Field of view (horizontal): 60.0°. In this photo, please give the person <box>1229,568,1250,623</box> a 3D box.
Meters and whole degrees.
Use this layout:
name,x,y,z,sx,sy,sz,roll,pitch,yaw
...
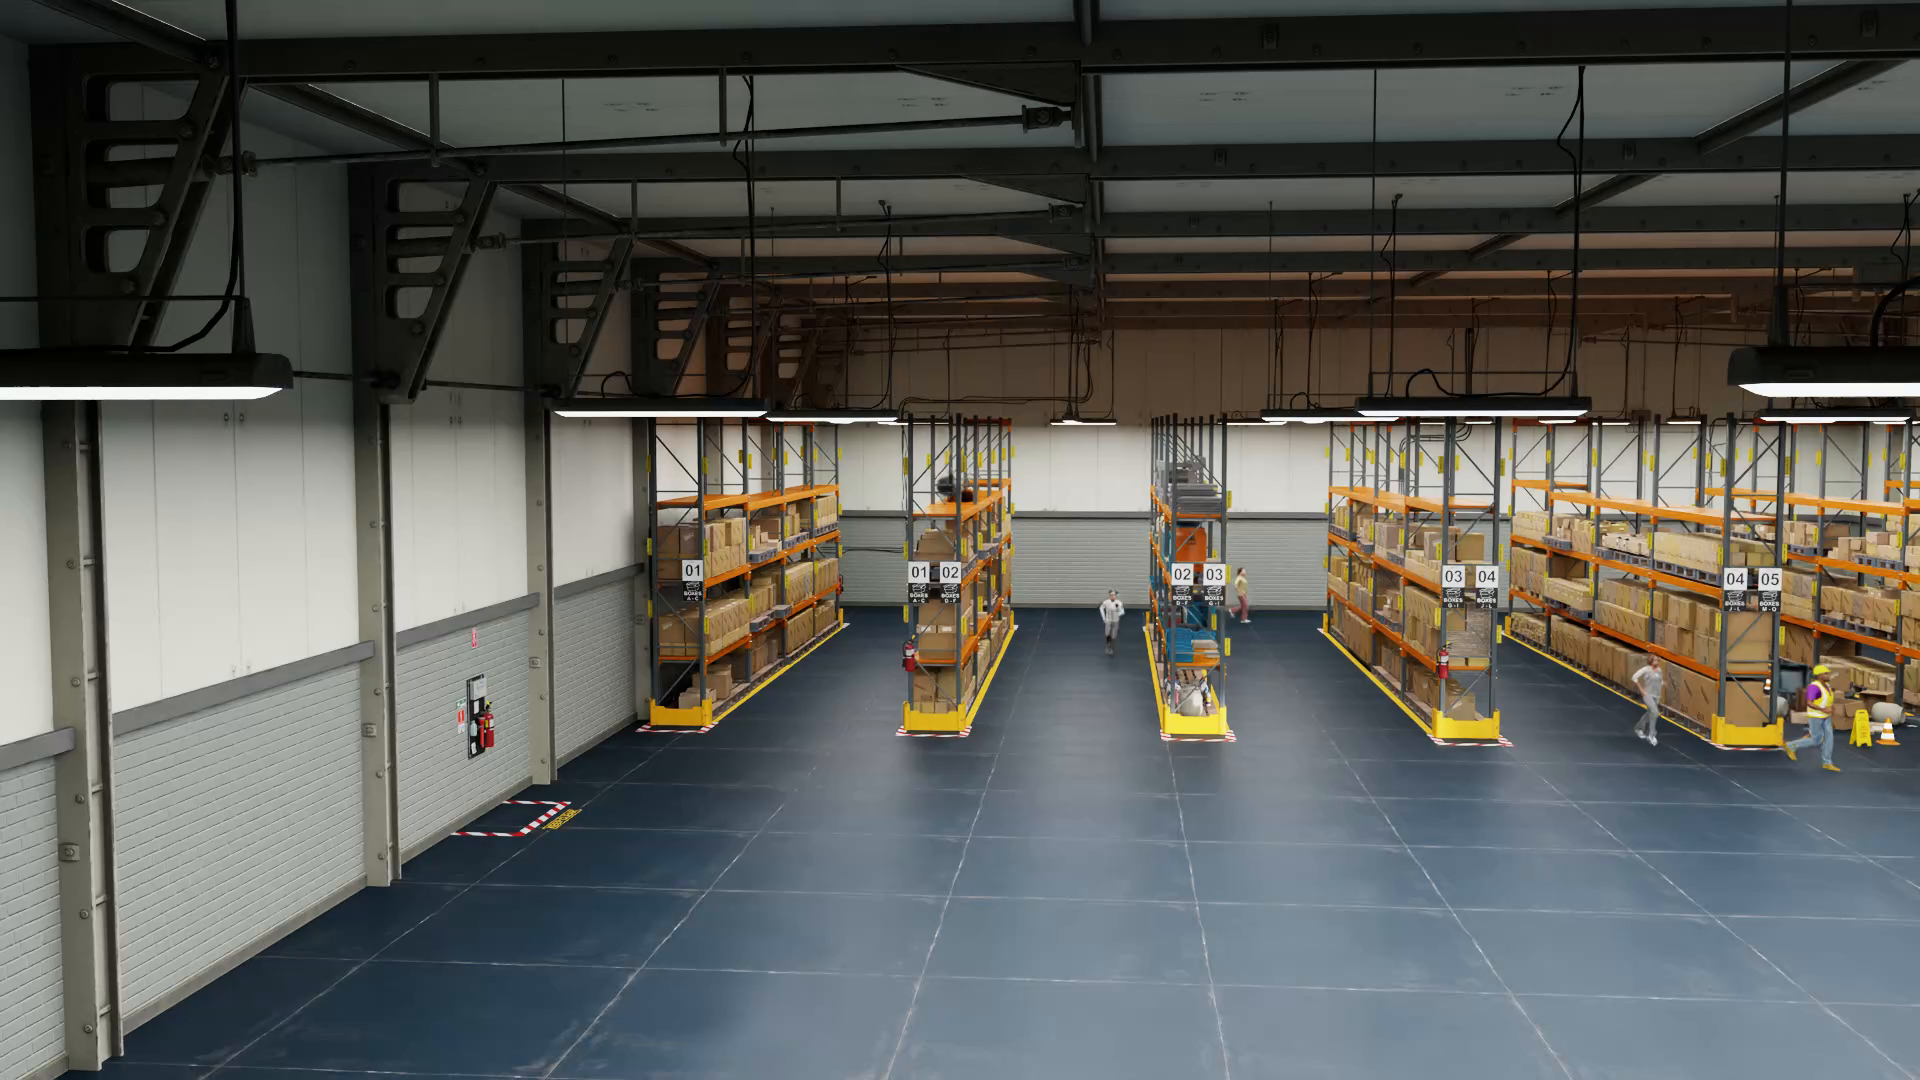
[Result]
name,x,y,z,sx,sy,sz,roll,pitch,yaw
person,8.222,1.615,48.920,0.683,1.627,0.620,2,4,26

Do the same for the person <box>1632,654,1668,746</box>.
name,x,y,z,sx,sy,sz,roll,pitch,yaw
person,12.573,2.888,30.273,0.521,1.640,0.727,-2,4,-22

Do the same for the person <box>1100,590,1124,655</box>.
name,x,y,z,sx,sy,sz,roll,pitch,yaw
person,3.831,2.065,41.830,0.606,1.656,0.665,0,4,4

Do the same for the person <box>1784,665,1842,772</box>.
name,x,y,z,sx,sy,sz,roll,pitch,yaw
person,14.399,2.976,27.966,0.709,1.761,0.871,-3,5,-41
